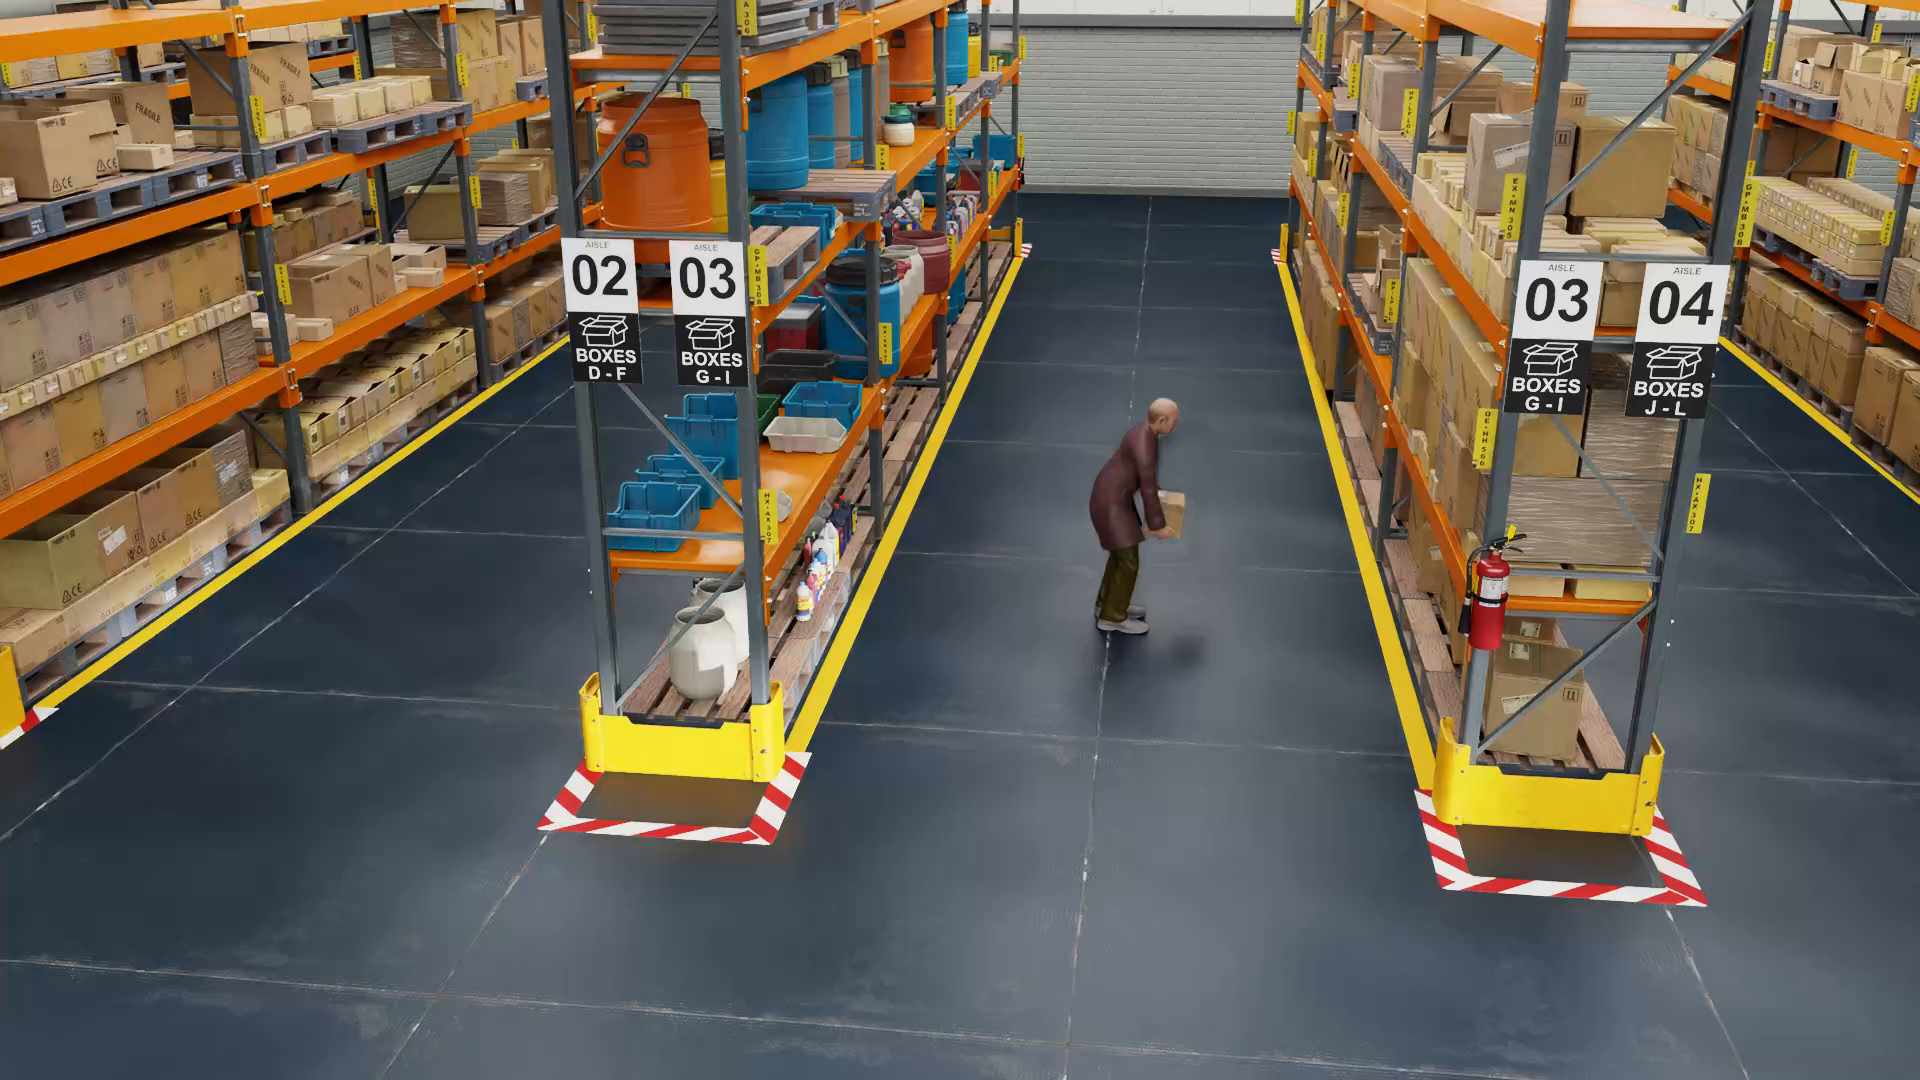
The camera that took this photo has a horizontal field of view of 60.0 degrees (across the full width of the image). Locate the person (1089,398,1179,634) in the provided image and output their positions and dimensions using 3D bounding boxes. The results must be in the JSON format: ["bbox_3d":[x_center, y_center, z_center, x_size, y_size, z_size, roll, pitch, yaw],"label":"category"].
[{"bbox_3d":[1.221,-0.181,11.708,0.625,1.691,0.540,2,21,6],"label":"person"}]
